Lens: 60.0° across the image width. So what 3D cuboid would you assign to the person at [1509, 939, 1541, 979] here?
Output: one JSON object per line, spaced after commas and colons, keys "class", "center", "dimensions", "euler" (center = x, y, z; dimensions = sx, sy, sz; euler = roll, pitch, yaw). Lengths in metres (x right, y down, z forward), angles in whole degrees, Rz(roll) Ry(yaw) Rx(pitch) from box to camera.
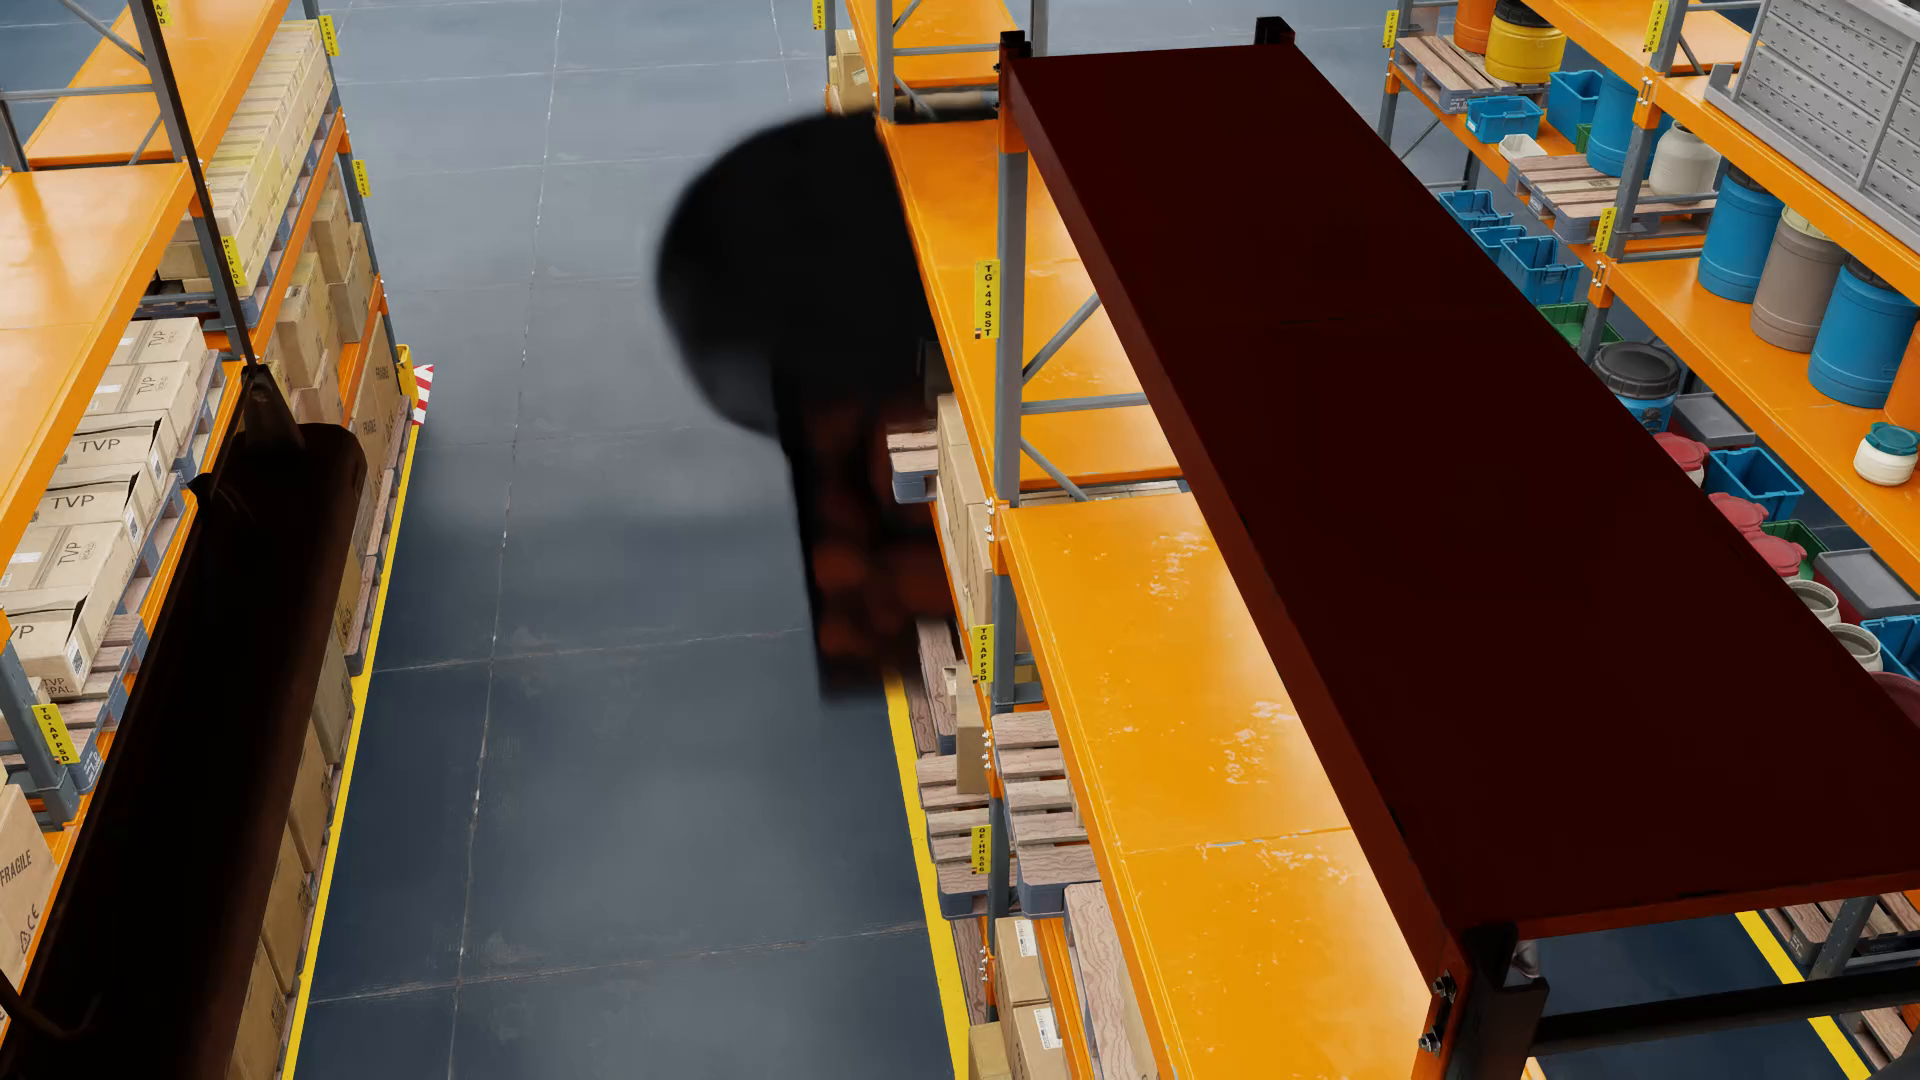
{"class": "person", "center": [3.151, 1.763, 9.611], "dimensions": [0.584, 1.370, 0.954], "euler": [-19, 40, -24]}
